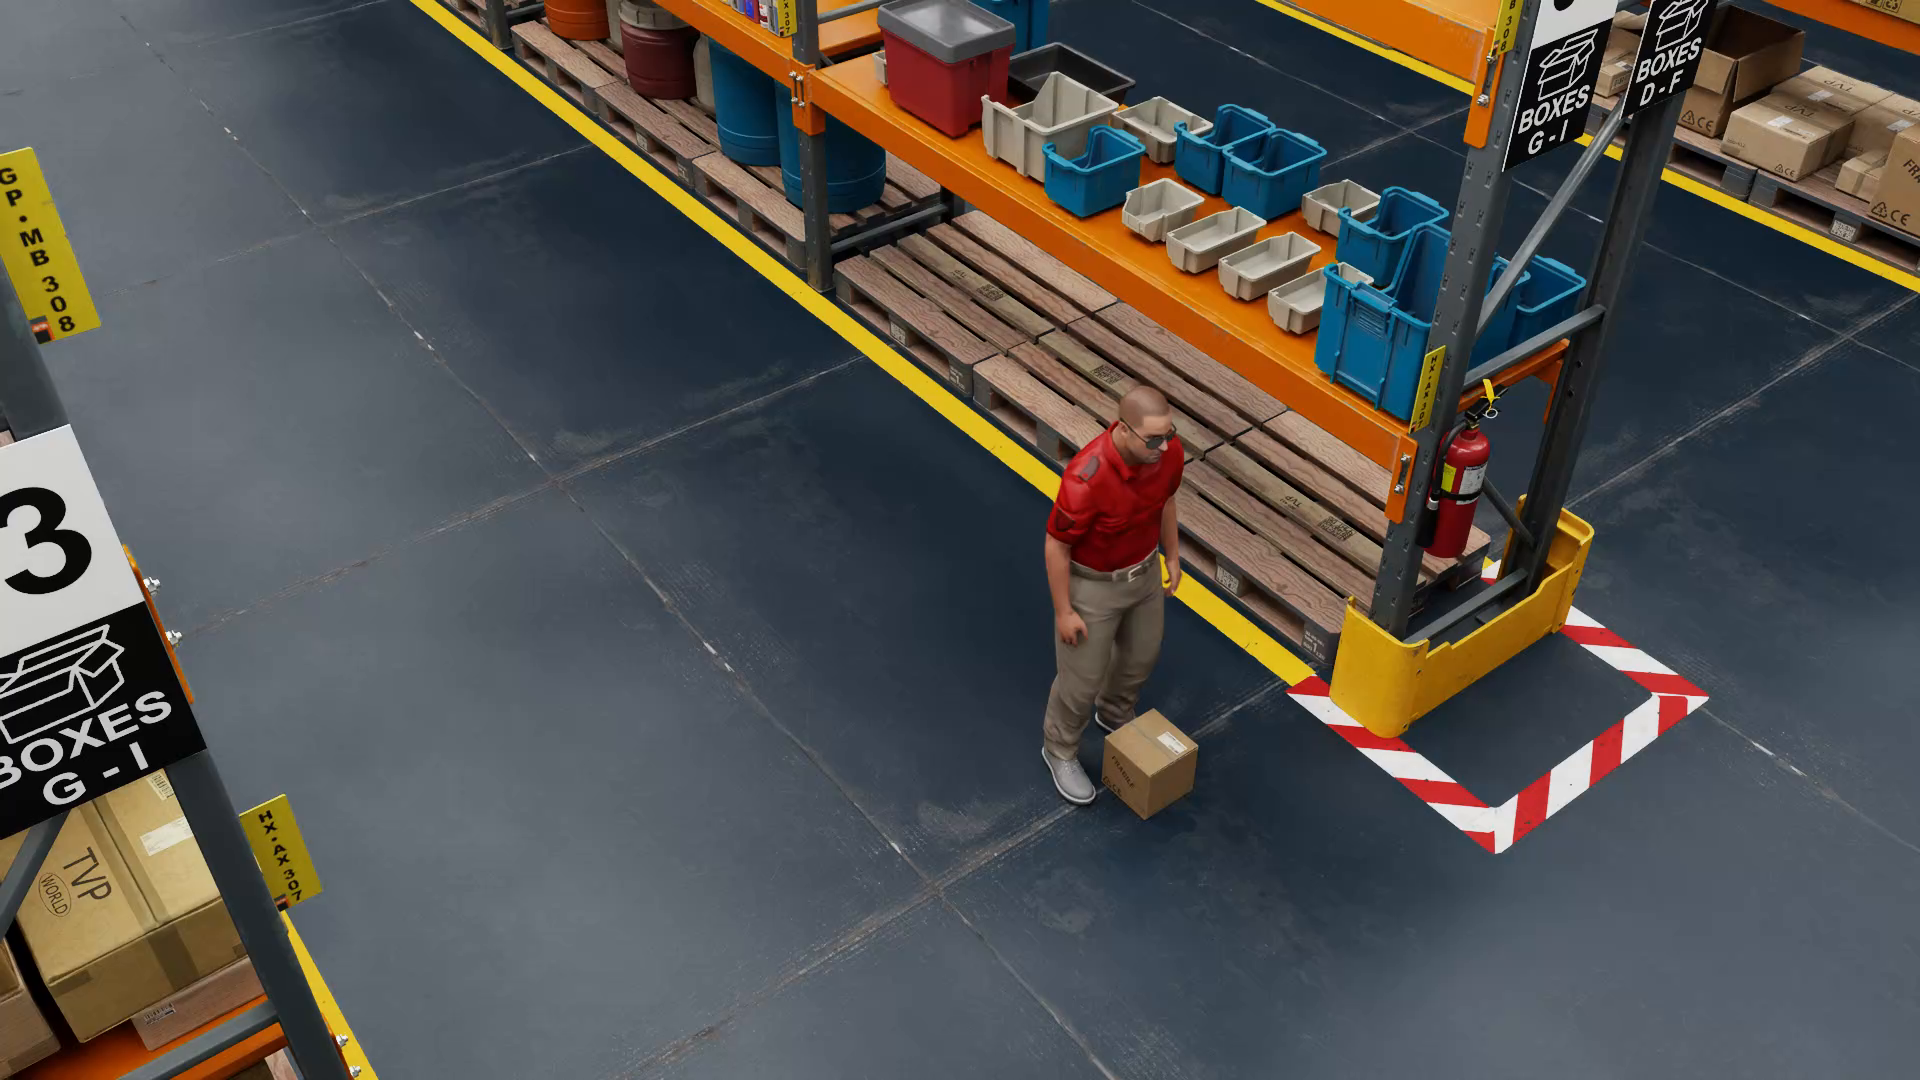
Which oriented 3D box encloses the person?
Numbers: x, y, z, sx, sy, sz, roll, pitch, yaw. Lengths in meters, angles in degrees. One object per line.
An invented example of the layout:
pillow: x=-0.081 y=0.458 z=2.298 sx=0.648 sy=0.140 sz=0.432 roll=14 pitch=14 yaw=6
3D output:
person: x=0.557 y=0.158 z=5.978 sx=0.585 sy=1.727 sz=0.392 roll=-26 pitch=47 yaw=-28
